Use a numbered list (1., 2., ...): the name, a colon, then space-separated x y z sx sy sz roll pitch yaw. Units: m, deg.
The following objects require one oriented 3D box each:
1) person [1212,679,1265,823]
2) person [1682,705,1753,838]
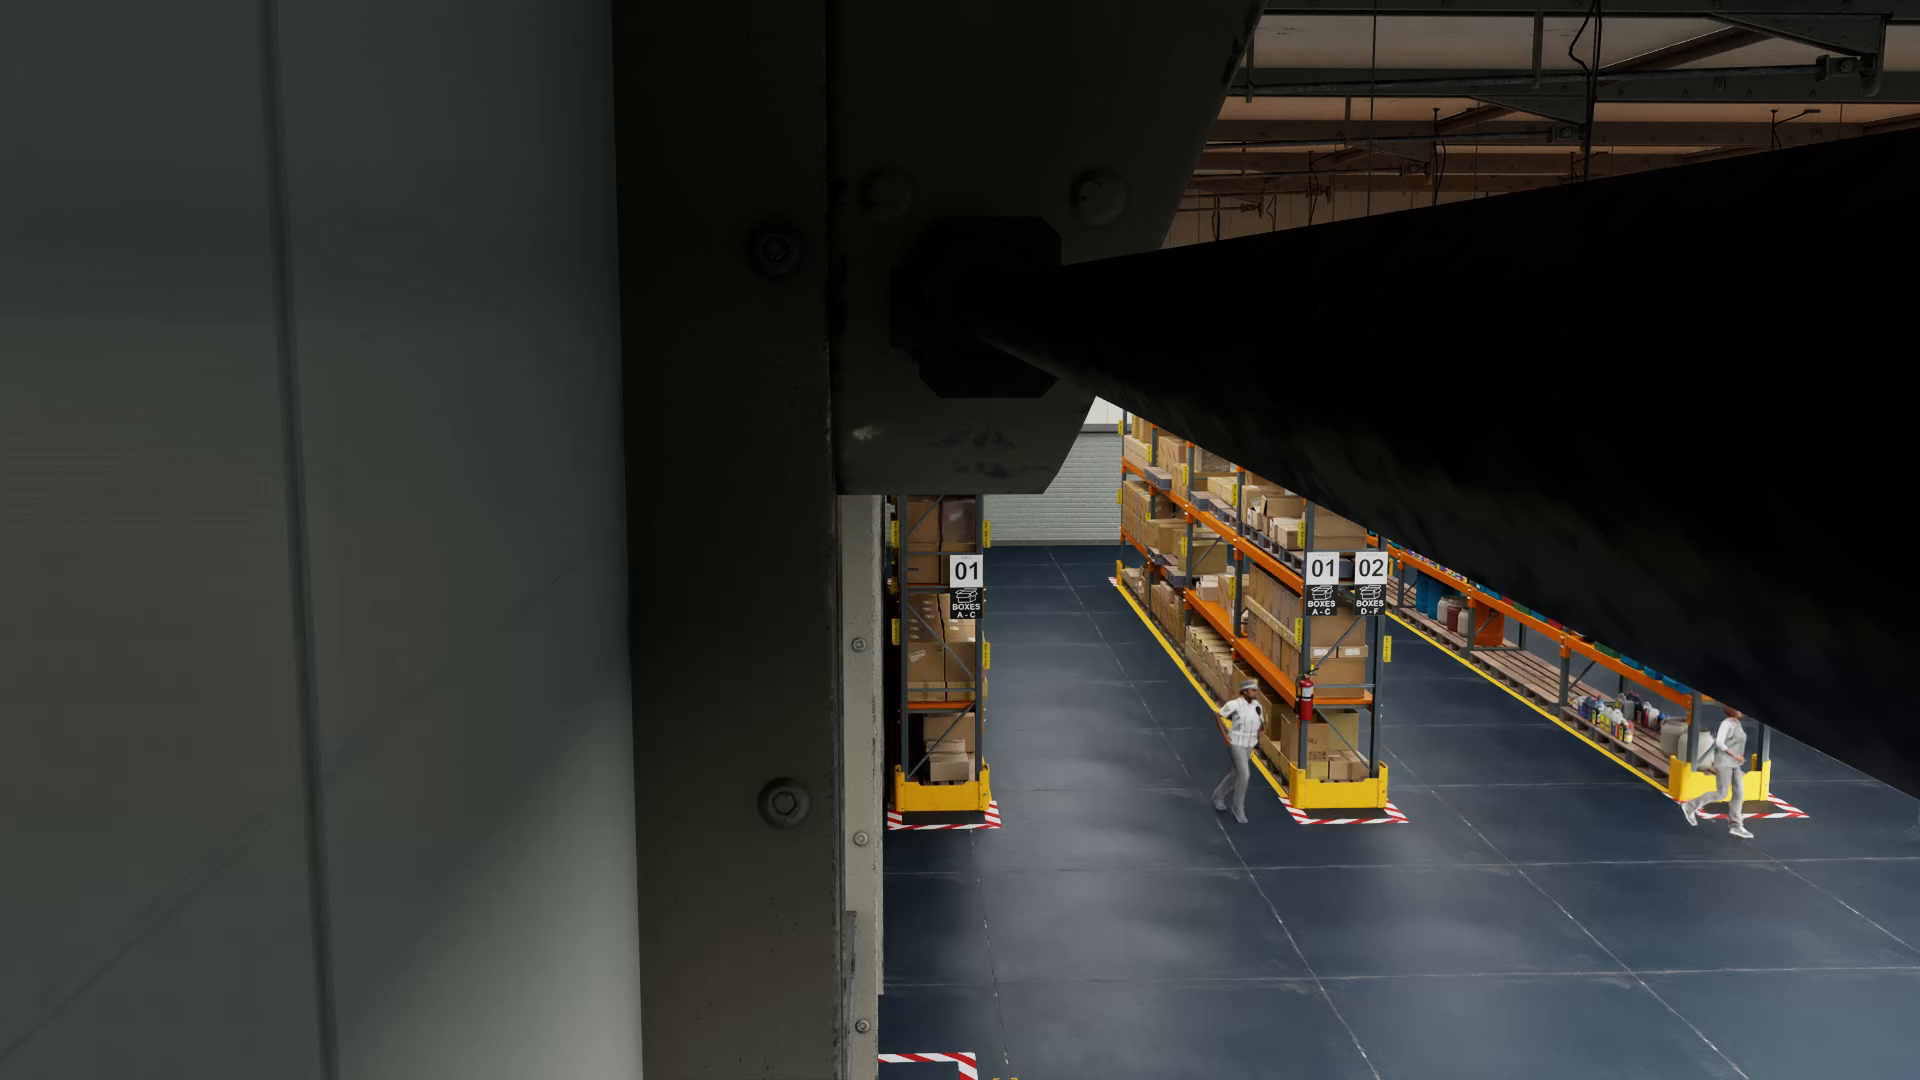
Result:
1. person: 3.434 2.533 20.345 0.566 1.730 0.700 -6 10 -36
2. person: 9.075 2.659 19.679 0.799 1.564 0.608 7 11 41
